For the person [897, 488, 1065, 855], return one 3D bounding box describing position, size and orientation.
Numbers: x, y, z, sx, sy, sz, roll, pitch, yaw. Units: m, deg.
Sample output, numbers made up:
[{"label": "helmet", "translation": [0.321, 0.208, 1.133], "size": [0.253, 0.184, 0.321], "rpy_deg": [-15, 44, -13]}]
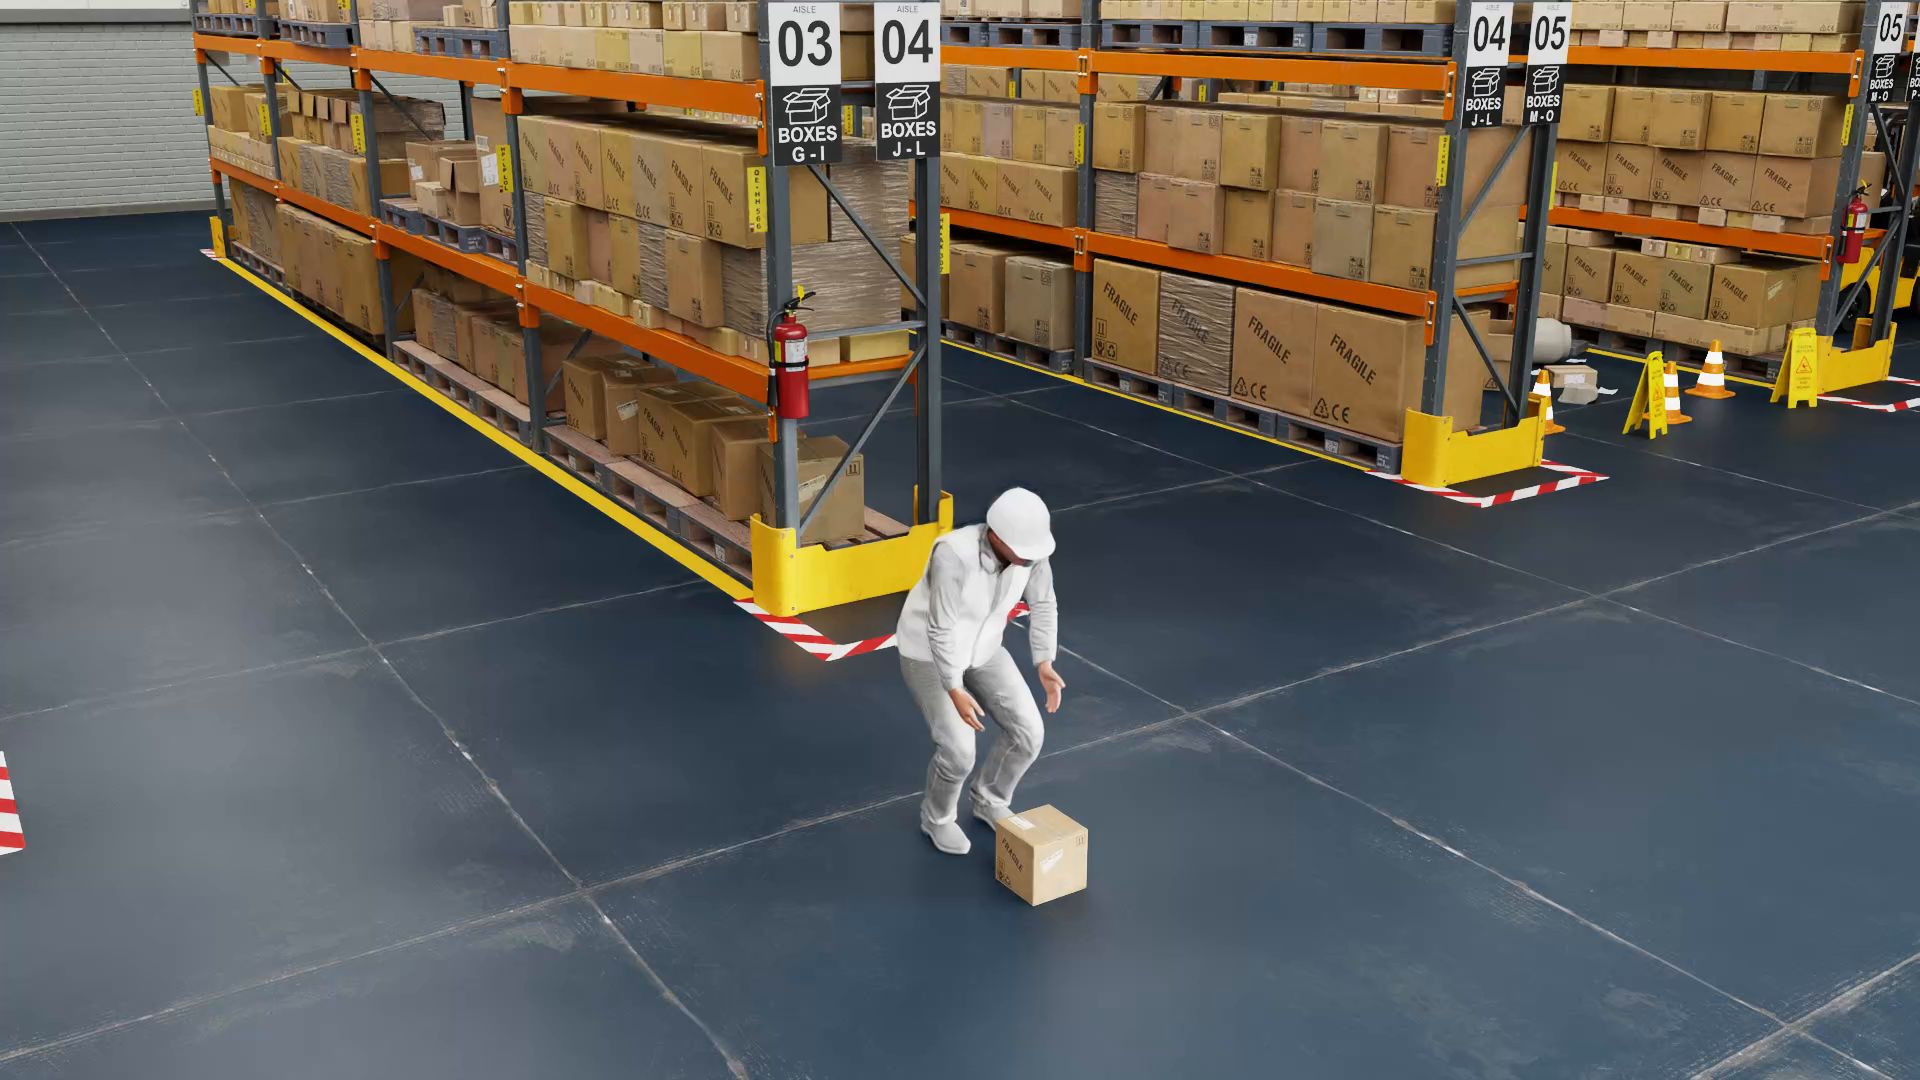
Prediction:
[{"label": "person", "translation": [0.092, 0.470, 6.503], "size": [0.590, 1.506, 0.714], "rpy_deg": [-11, 21, -31]}]
